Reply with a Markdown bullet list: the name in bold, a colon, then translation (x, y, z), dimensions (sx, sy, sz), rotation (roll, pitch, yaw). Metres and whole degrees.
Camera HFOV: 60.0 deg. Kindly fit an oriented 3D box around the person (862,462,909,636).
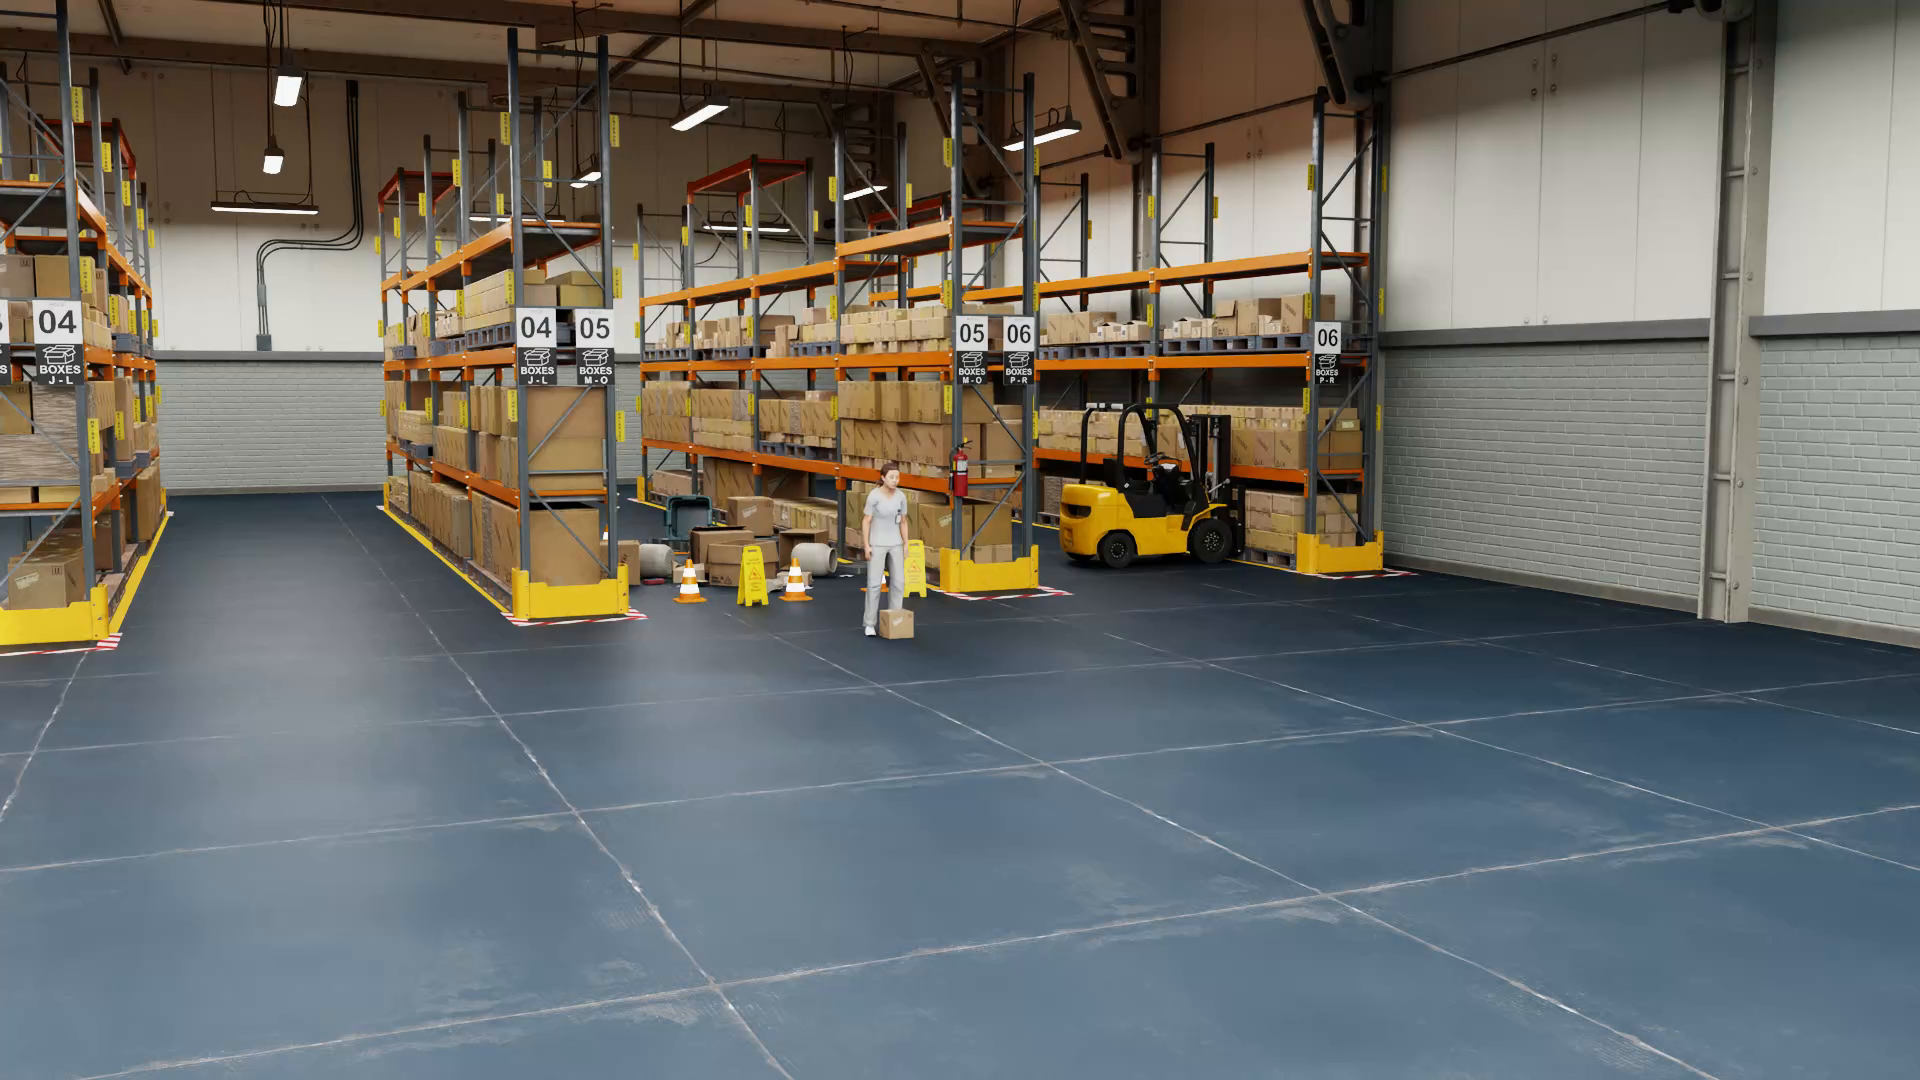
- **person**: translation (-0.720, 0.078, 16.160), dimensions (0.506, 1.671, 0.364), rotation (-3, 6, -27)
